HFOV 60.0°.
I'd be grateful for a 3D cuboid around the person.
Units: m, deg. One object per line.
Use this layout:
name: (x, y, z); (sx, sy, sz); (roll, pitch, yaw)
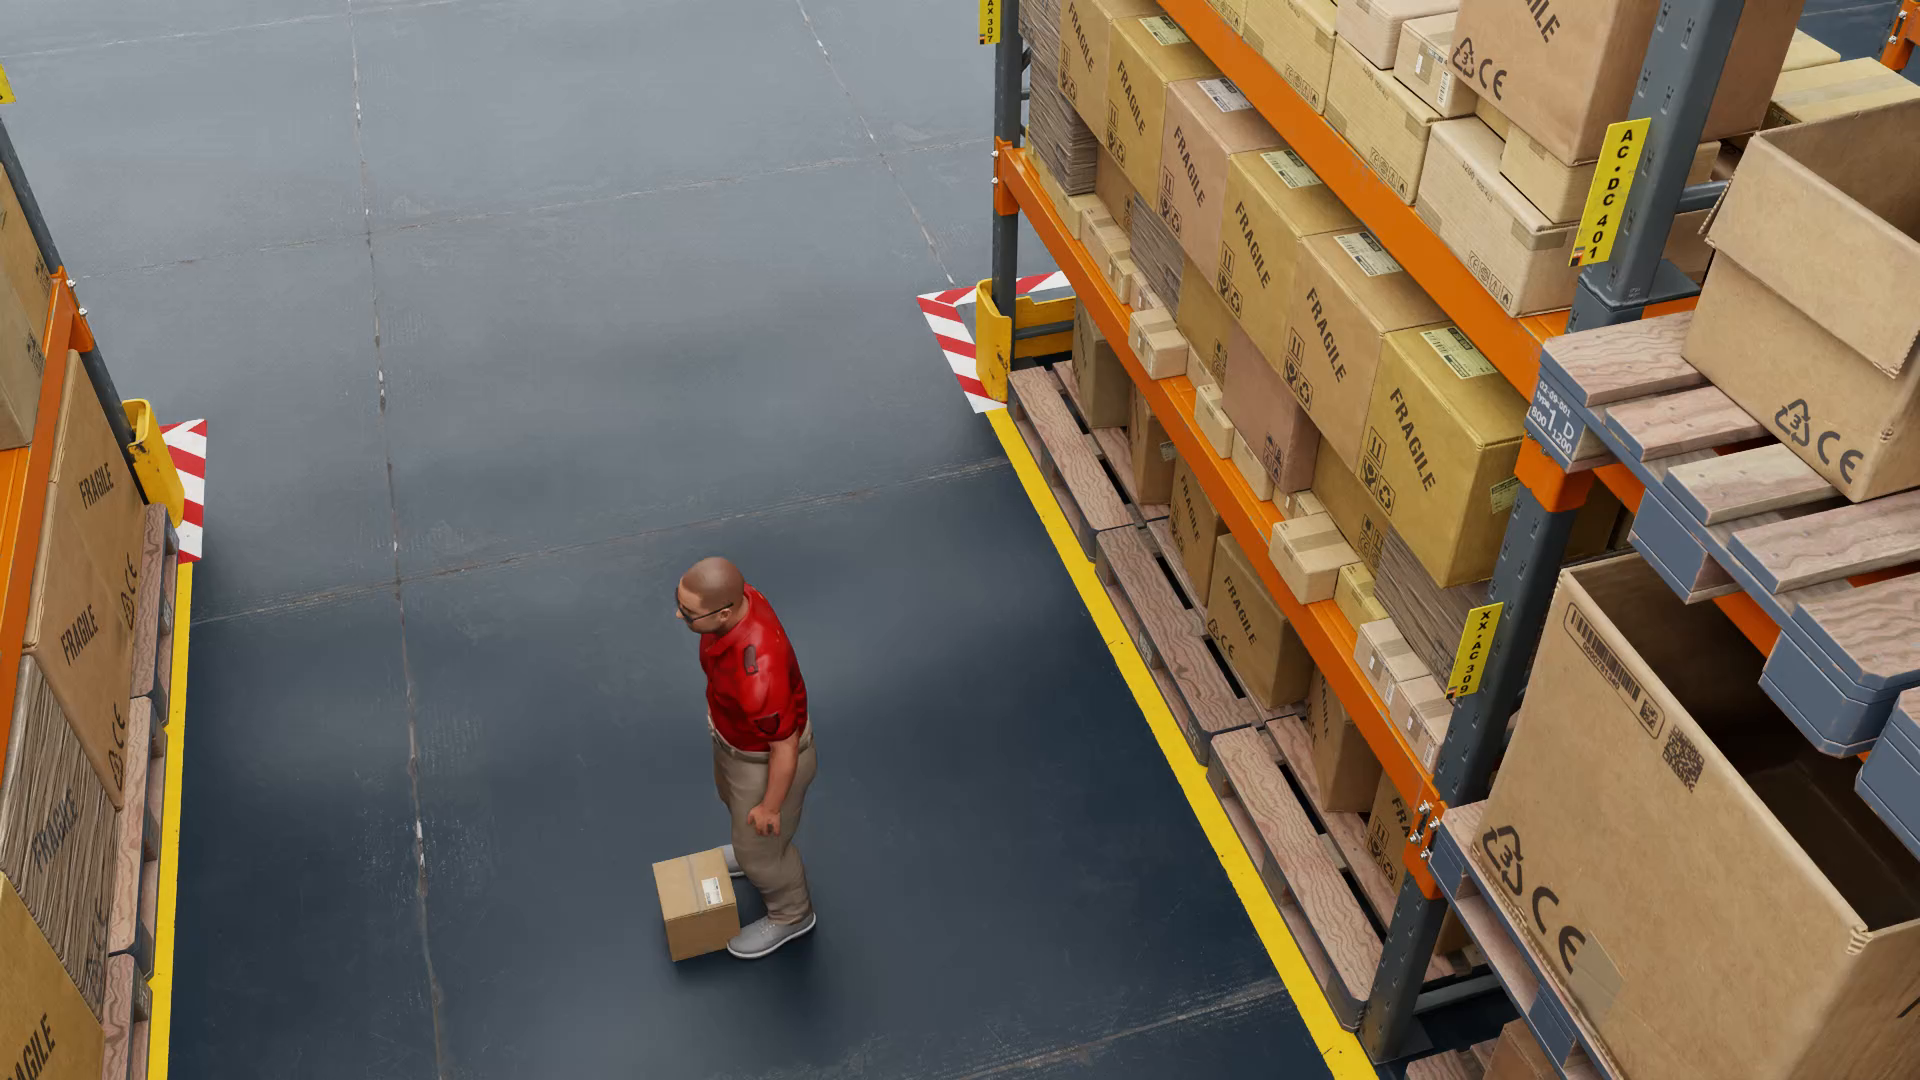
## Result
person: (-0.669, 0.656, 5.388); (0.372, 1.657, 0.593); (-14, 44, -15)
